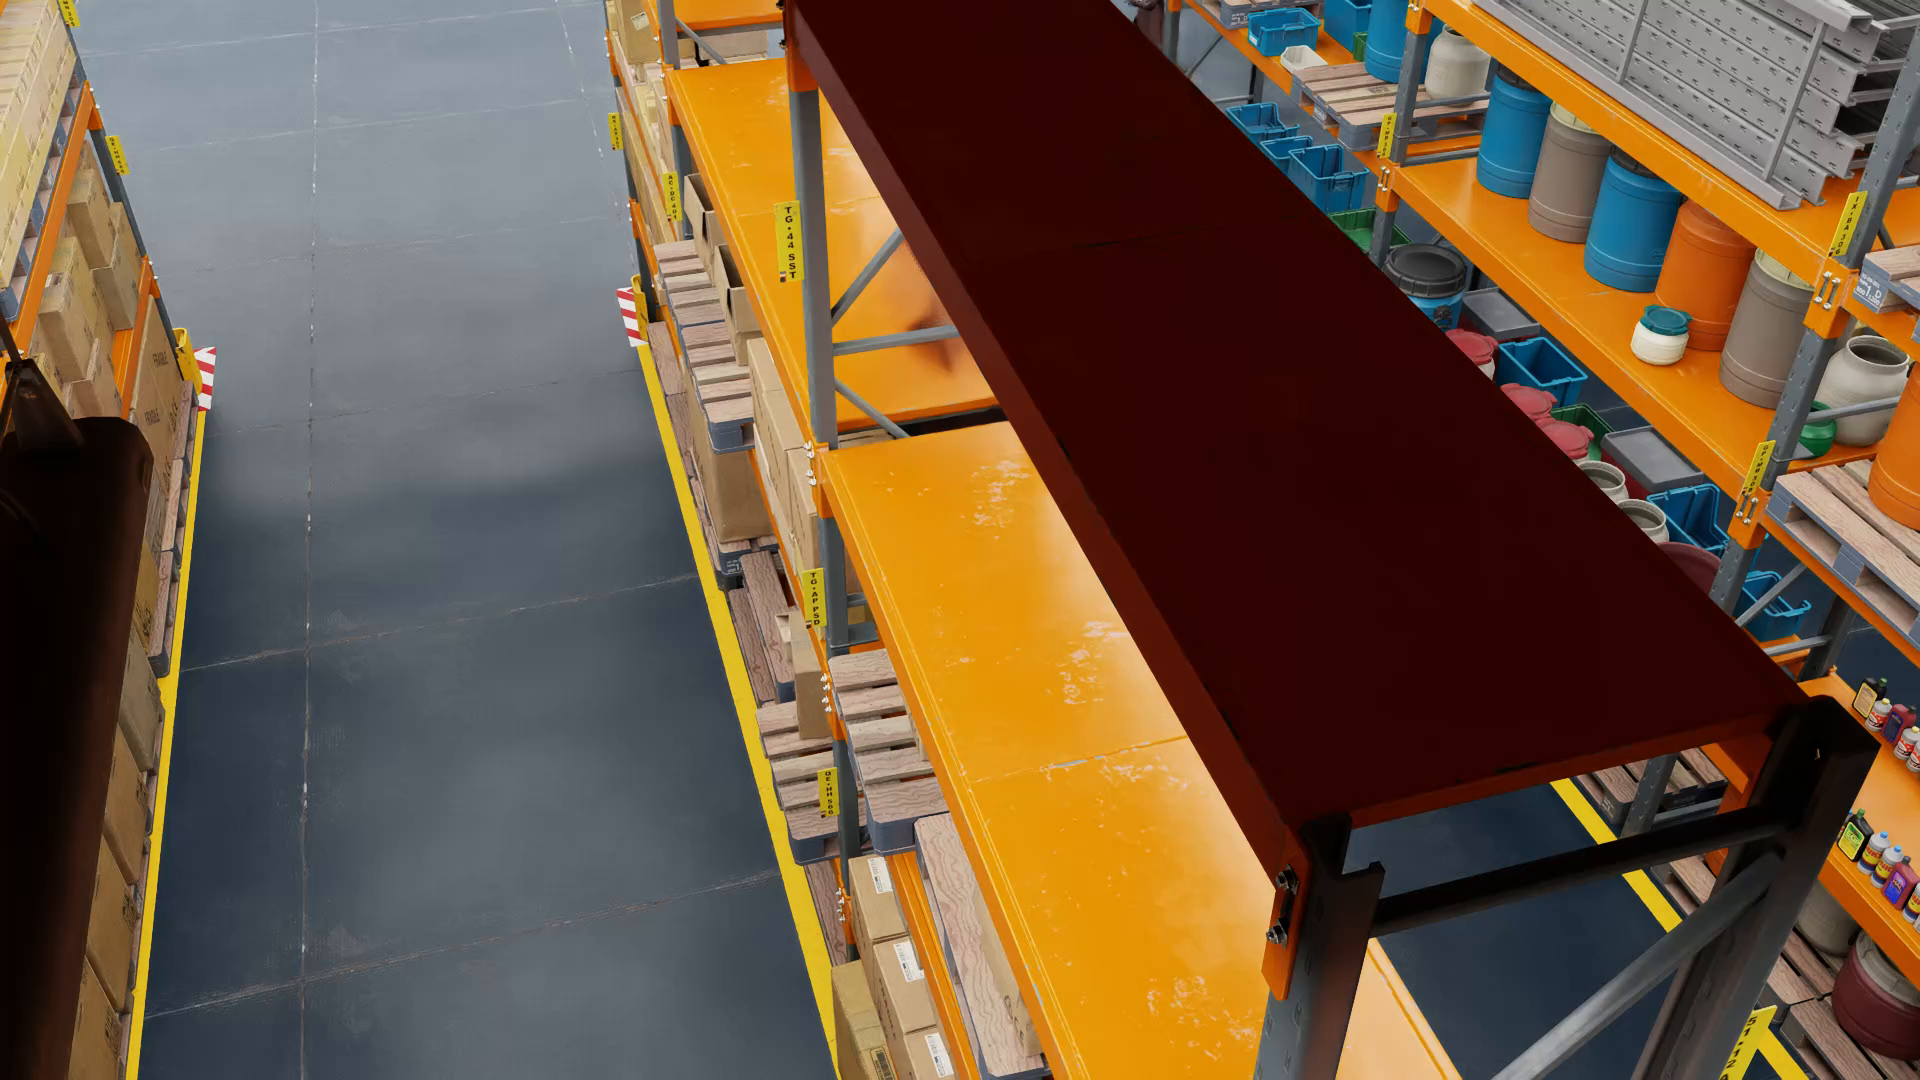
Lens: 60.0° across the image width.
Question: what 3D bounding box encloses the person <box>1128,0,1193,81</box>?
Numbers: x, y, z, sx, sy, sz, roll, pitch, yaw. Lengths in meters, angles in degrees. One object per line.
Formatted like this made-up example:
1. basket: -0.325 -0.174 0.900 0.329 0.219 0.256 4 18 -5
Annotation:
1. person: 2.168 -5.849 18.761 1.034 1.754 0.714 7 39 9
